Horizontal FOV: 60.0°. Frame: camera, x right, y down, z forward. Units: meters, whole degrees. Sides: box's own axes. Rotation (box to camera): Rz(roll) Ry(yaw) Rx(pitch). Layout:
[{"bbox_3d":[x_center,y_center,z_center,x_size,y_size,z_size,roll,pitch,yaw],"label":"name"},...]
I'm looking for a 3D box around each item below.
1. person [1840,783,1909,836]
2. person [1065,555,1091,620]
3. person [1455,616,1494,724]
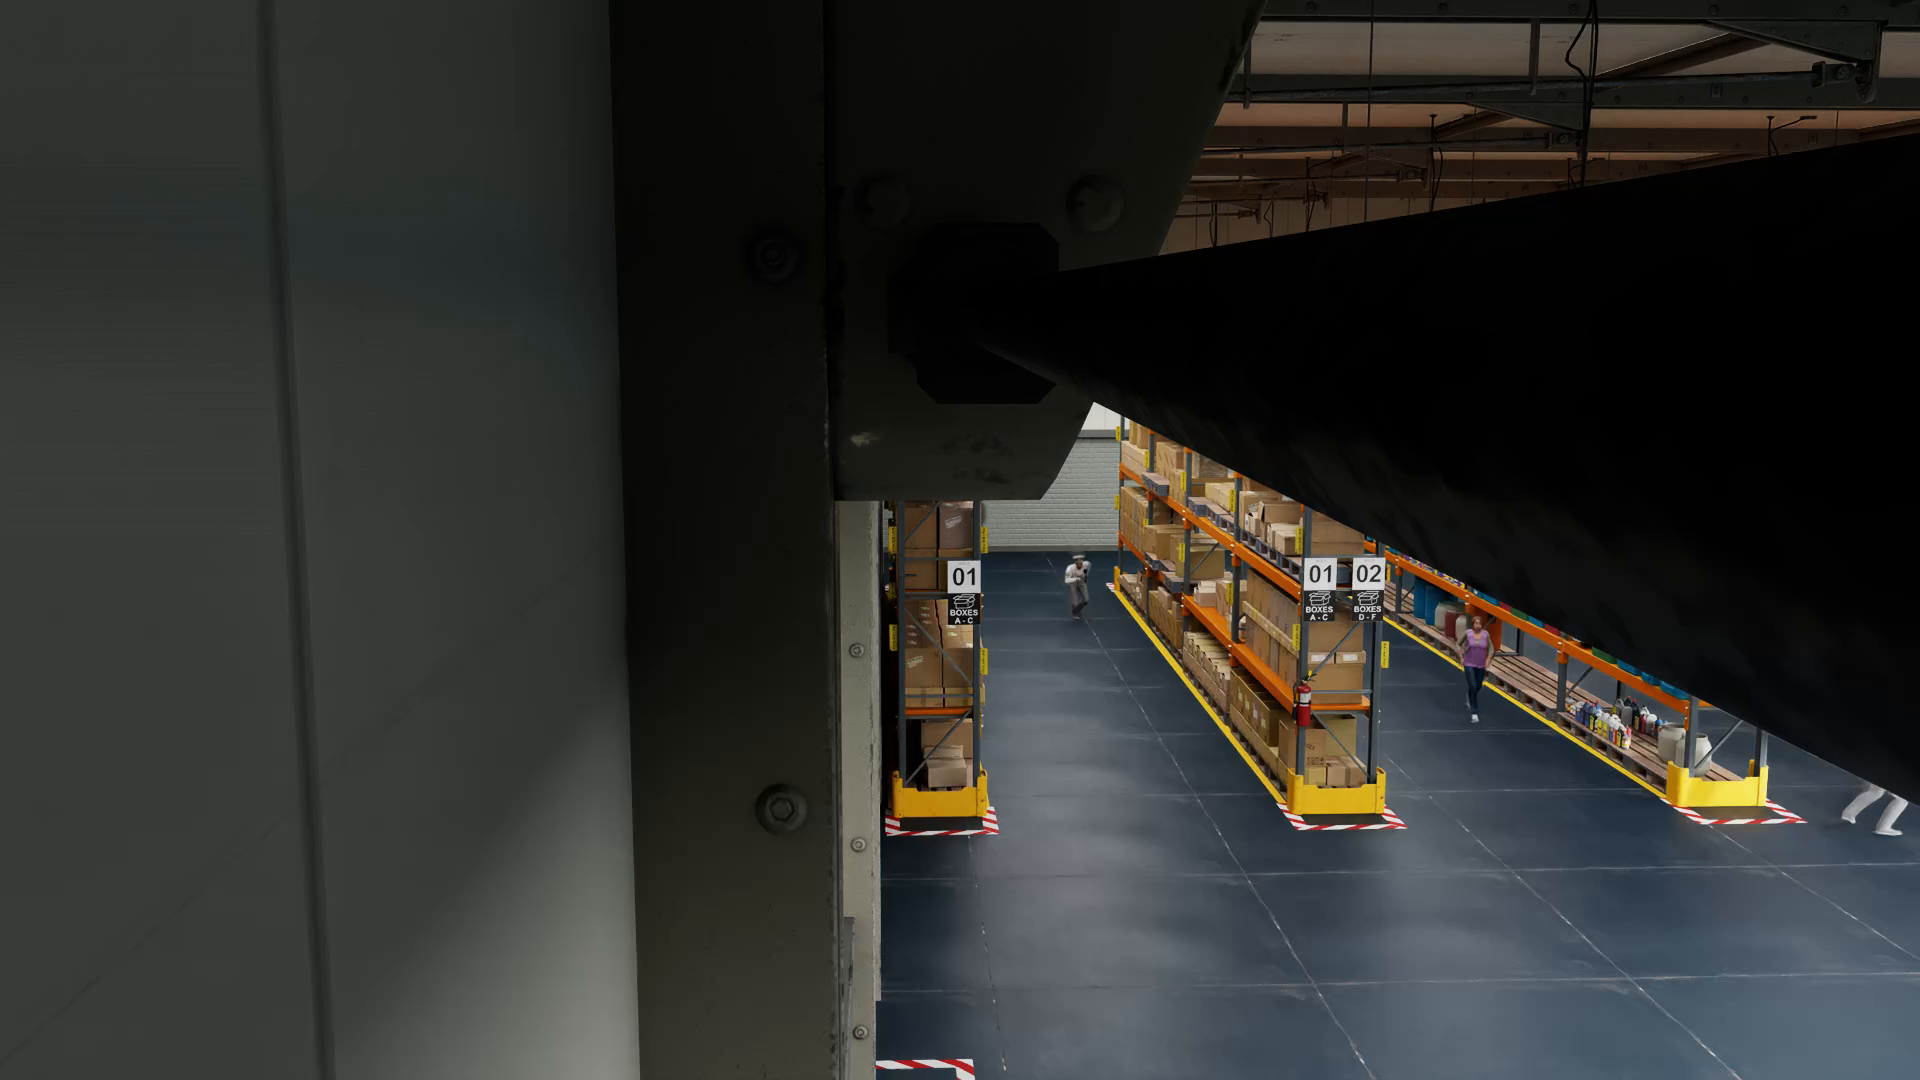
[{"bbox_3d":[10.996,2.722,19.775,0.816,1.585,0.597,2,8,11],"label":"person"},{"bbox_3d":[2.326,0.934,32.751,0.599,1.384,0.933,-2,8,-11],"label":"person"},{"bbox_3d":[7.822,1.924,25.308,0.545,1.604,0.800,0,8,2],"label":"person"}]
